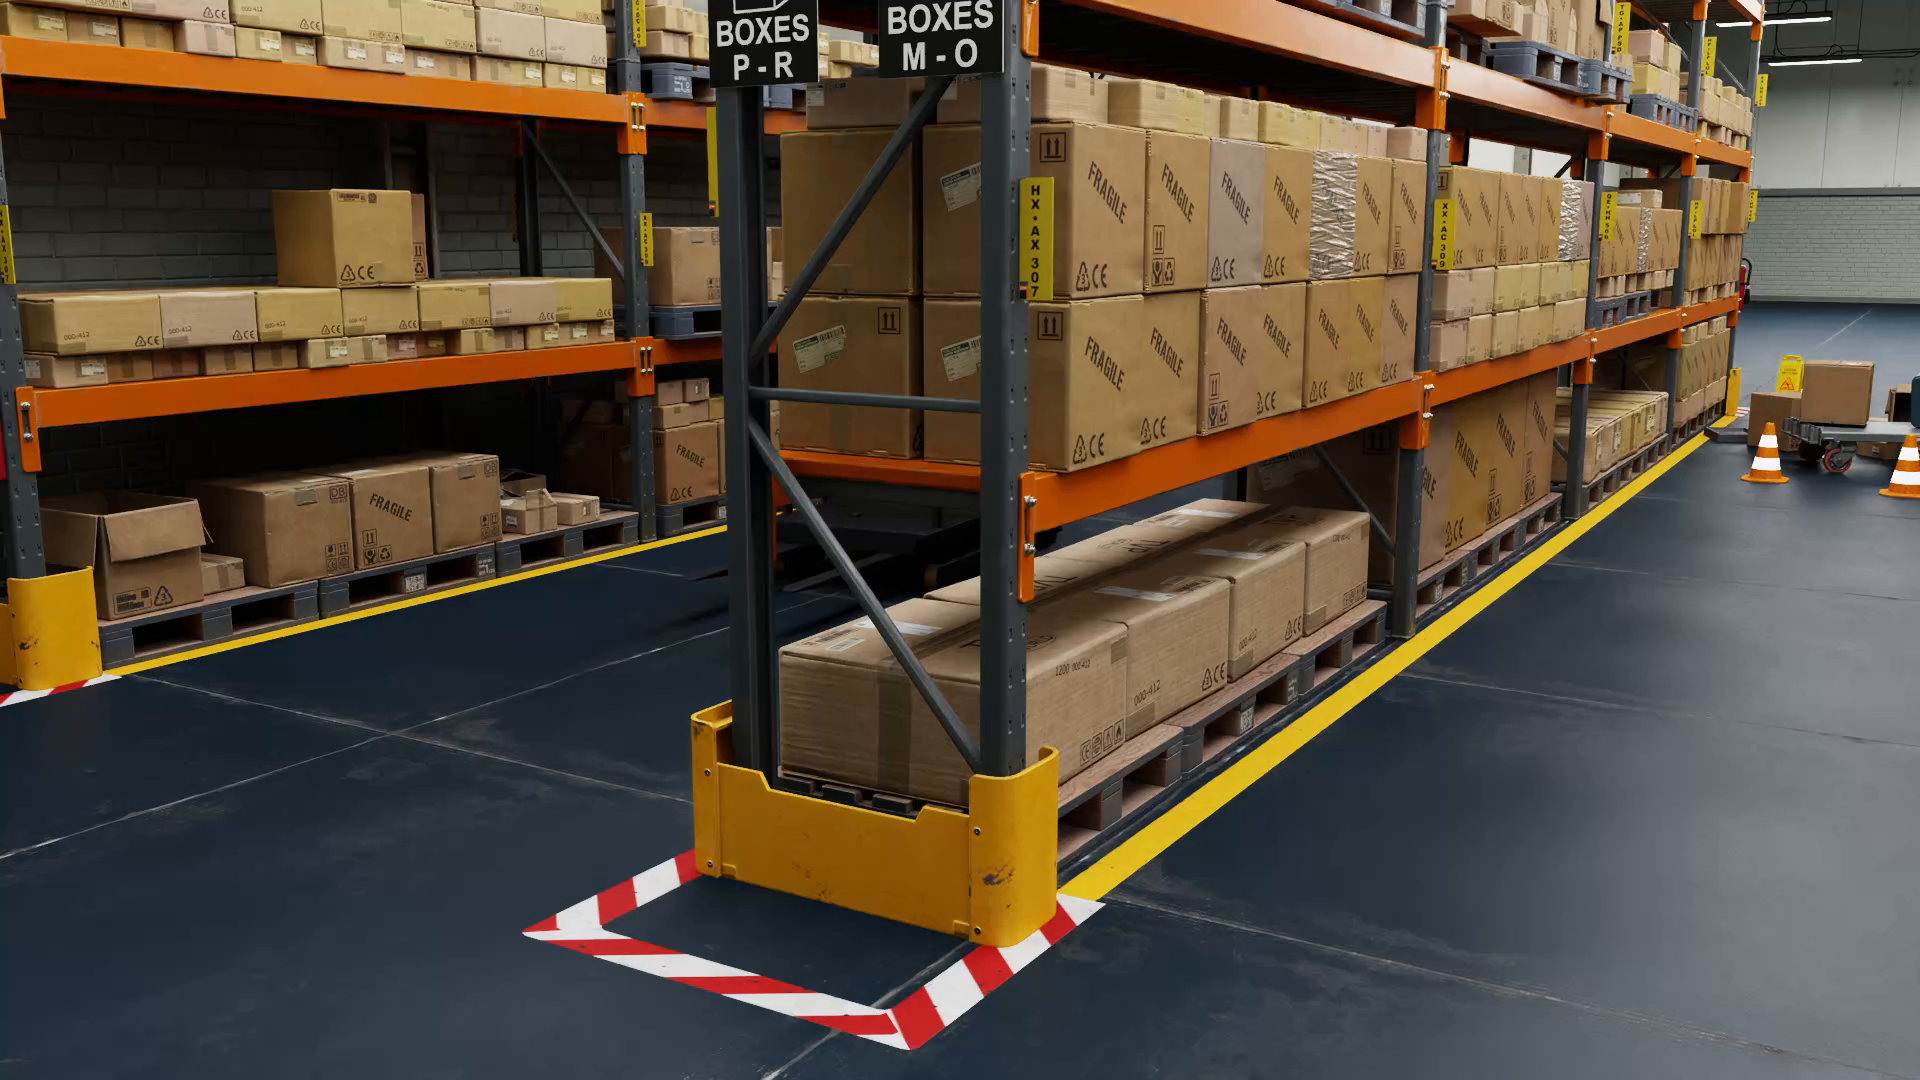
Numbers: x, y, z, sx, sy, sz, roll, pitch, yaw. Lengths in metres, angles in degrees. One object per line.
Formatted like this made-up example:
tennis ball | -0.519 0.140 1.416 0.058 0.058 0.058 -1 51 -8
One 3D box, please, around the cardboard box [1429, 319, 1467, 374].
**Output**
cardboard box | 2.266 -1.002 8.475 0.500 0.250 0.500 6 12 29

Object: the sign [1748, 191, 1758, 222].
sign | 8.506 -3.587 17.872 0.100 0.325 0.005 6 12 31

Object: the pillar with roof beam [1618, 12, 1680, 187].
pillar with roof beam | 21.920 -10.625 43.166 9.100 9.000 0.548 6 12 31

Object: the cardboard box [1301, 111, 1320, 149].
cardboard box | 1.206 -1.617 6.603 0.380 0.149 0.250 6 12 29

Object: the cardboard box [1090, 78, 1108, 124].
cardboard box | 0.231 -1.339 5.119 0.380 0.149 0.250 7 13 32

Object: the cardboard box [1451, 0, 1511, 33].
cardboard box | 2.517 -2.872 8.495 0.500 0.500 0.500 6 12 30

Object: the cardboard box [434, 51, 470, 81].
cardboard box | -2.939 -2.614 9.212 0.380 0.149 0.250 7 13 33

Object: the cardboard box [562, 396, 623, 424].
cardboard box | -2.488 -0.887 11.345 0.380 0.149 0.250 6 12 28

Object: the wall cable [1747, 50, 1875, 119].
wall cable | 23.213 -12.071 45.603 3.097 2.526 0.112 6 12 31

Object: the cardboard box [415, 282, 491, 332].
cardboard box | -3.006 -1.317 9.350 0.500 0.250 0.500 6 12 30

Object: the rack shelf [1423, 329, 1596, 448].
rack shelf | 2.850 -0.992 9.973 1.077 0.370 4.000 6 12 31

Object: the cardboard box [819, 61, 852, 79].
cardboard box | -1.025 -3.452 12.330 0.380 0.149 0.250 7 13 32

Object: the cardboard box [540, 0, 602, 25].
cardboard box | -2.489 -3.195 9.874 0.500 0.250 0.500 6 12 31

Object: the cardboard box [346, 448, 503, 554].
cardboard box | -3.095 -0.235 9.623 0.700 0.500 0.500 6 12 29

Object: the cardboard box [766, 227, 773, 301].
cardboard box | -1.721 -1.897 11.436 0.700 0.500 0.500 7 12 31

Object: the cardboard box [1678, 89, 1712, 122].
cardboard box | 6.427 -3.880 14.888 0.500 0.250 0.500 6 12 29

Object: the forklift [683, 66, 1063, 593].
forklift | -0.449 -1.241 9.532 1.130 2.935 3.031 5 12 26

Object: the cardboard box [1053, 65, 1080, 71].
cardboard box | 0.757 -4.164 15.123 0.500 0.500 0.500 7 13 32

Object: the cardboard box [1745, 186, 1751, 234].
cardboard box | 7.963 -3.504 17.638 0.700 0.500 0.500 6 12 29

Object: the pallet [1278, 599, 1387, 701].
pallet | 1.350 0.451 7.884 1.003 0.211 1.213 6 12 31

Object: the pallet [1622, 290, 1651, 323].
pallet | 4.881 -1.881 13.289 1.003 0.211 1.213 6 12 31

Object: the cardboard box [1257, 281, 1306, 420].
cardboard box | 0.994 -0.740 6.401 0.500 0.500 0.500 7 13 33

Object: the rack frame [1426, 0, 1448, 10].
rack frame | 1.812 -3.980 7.675 1.000 3.000 0.127 6 12 31

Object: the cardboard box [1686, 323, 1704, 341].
cardboard box | 6.884 -1.994 15.898 0.380 0.149 0.250 7 13 33

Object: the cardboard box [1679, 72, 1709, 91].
cardboard box | 6.408 -4.051 14.719 0.380 0.149 0.250 6 12 30

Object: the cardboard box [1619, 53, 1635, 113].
cardboard box | 4.656 -3.428 12.597 0.797 0.503 0.637 6 12 31

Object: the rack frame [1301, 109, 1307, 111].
rack frame | 3.798 -6.341 20.285 1.000 3.000 0.127 6 12 31

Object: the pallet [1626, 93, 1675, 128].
pallet | 5.018 -3.421 13.351 1.213 0.211 1.003 6 12 31

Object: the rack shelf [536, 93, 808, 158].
rack shelf | -1.394 -2.940 12.227 1.077 0.370 4.000 6 12 31

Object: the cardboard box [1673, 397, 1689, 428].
cardboard box | 6.502 -1.212 15.520 0.500 0.250 0.500 6 12 28

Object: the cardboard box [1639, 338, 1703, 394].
cardboard box | 6.770 -1.665 15.906 0.500 0.500 0.500 7 13 33

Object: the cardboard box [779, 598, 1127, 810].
cardboard box | -0.008 0.537 5.669 0.875 0.438 0.875 6 12 29

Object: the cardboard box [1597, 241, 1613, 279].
cardboard box | 4.320 -2.111 11.772 0.500 0.500 0.500 6 12 29

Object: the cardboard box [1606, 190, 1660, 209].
cardboard box | 5.449 -2.761 13.481 0.380 0.149 0.250 6 12 28

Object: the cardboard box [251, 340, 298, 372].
cardboard box | -3.588 -0.943 8.438 0.380 0.149 0.250 7 12 32

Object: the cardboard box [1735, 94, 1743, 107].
cardboard box | 7.835 -4.501 17.126 0.380 0.149 0.250 6 12 30

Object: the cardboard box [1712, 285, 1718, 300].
cardboard box | 7.426 -2.508 16.797 0.380 0.149 0.250 6 12 30

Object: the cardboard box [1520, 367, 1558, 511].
cardboard box | 3.459 -0.722 11.206 0.875 0.875 0.875 6 12 30

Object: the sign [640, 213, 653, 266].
sign | -1.965 -1.880 10.406 0.100 0.325 0.005 6 12 31

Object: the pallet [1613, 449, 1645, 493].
pallet | 4.930 -0.604 13.520 1.003 0.211 1.213 6 12 31

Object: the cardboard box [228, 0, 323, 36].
cardboard box | -3.523 -2.628 8.201 0.500 0.250 0.500 6 12 29

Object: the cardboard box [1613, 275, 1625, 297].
cardboard box | 4.733 -1.898 12.397 0.380 0.149 0.250 6 12 31

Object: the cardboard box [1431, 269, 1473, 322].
cardboard box | 2.281 -1.246 8.420 0.500 0.250 0.500 6 12 29

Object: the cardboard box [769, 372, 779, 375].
cardboard box | -1.335 -1.259 13.329 0.380 0.149 0.250 6 12 28

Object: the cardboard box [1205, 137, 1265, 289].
cardboard box | 0.750 -1.155 5.897 0.500 0.500 0.500 6 12 30

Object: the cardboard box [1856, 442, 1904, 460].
cardboard box | 8.222 -0.869 14.788 0.258 0.266 0.396 -2 11 -9

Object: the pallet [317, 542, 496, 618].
pallet | -3.422 0.166 9.408 1.003 0.211 1.213 6 12 31

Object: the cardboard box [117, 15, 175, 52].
cardboard box | -3.884 -2.337 7.733 0.380 0.149 0.250 6 12 31

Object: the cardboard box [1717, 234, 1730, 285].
cardboard box | 7.469 -2.846 16.838 0.500 0.500 0.500 6 12 30

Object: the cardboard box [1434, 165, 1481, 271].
cardboard box | 2.286 -1.614 8.348 0.500 0.500 0.500 7 12 31

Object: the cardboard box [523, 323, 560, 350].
cardboard box | -2.613 -1.221 9.922 0.380 0.149 0.250 7 13 32

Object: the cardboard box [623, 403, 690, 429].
cardboard box | -2.019 -0.833 11.054 0.380 0.149 0.250 7 13 33
